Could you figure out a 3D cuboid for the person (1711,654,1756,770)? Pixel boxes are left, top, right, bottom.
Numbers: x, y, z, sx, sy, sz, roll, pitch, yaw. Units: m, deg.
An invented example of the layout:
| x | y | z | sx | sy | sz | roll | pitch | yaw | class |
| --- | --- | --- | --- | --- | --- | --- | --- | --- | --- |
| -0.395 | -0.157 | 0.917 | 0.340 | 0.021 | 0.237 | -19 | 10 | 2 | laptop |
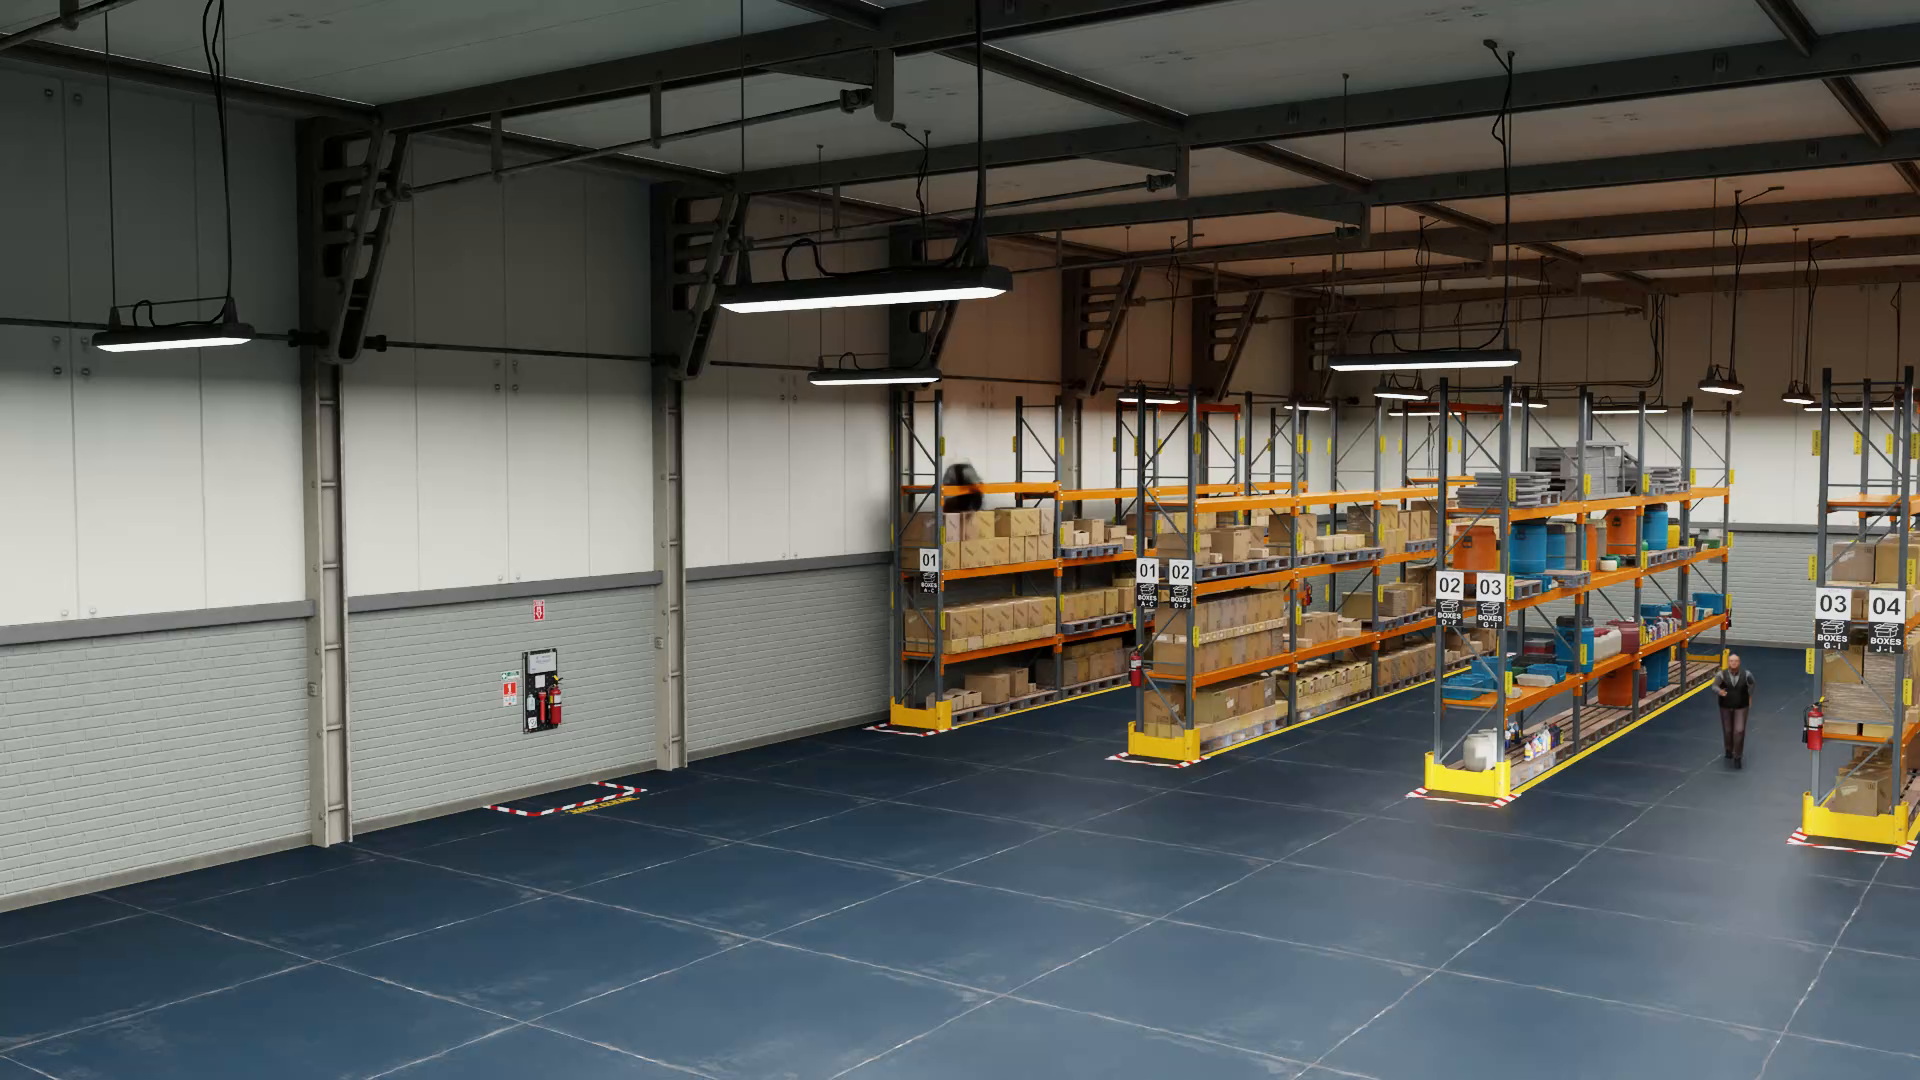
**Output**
| x | y | z | sx | sy | sz | roll | pitch | yaw | class |
| --- | --- | --- | --- | --- | --- | --- | --- | --- | --- |
| 12.146 | 2.663 | 26.137 | 0.610 | 1.754 | 0.889 | 2 | 4 | 31 | person |
